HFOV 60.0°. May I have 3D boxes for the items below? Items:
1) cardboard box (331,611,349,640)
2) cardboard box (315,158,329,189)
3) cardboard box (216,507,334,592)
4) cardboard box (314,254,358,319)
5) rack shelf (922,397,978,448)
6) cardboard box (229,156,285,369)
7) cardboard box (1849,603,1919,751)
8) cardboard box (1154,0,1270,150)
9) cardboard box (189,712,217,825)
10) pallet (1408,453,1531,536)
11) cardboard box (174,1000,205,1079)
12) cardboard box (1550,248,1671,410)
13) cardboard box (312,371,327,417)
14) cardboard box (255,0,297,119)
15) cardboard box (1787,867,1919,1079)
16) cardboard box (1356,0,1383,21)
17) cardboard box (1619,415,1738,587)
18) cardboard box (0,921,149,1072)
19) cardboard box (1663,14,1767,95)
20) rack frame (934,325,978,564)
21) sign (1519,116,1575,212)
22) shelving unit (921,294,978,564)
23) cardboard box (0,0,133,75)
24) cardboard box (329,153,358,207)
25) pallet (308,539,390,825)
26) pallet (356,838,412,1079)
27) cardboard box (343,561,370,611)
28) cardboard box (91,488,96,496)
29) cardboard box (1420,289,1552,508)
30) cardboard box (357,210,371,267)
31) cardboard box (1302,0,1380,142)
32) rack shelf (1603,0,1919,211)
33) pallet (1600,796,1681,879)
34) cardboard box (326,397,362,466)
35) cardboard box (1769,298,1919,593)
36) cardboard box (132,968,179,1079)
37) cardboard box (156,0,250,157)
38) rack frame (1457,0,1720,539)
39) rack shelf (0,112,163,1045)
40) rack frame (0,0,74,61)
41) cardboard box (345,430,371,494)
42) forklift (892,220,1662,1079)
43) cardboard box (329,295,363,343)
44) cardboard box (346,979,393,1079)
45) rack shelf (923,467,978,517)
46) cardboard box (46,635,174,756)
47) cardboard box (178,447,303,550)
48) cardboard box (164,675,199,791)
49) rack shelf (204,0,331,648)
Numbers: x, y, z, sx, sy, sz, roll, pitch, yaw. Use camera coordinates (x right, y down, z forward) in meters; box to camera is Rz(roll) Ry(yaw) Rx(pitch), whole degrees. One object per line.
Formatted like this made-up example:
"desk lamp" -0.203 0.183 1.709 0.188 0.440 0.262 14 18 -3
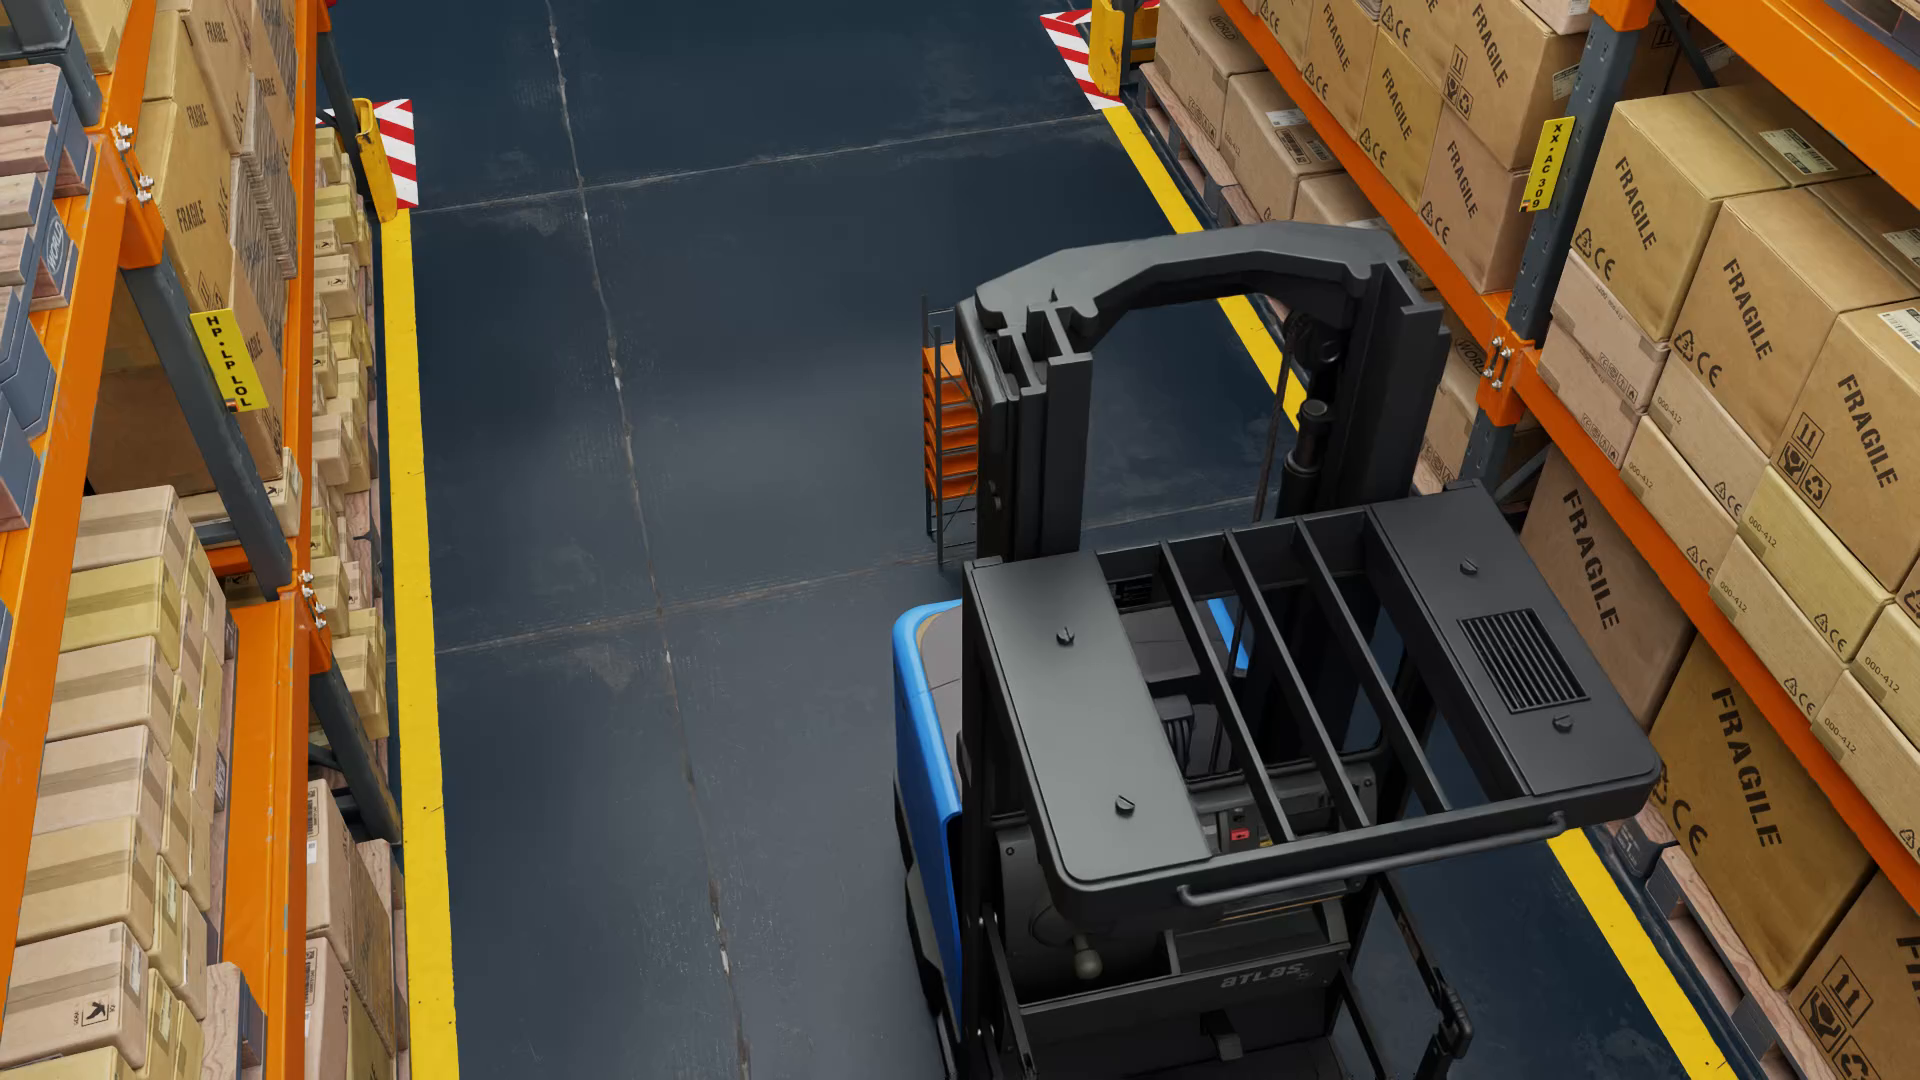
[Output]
"cardboard box" -2.352 0.330 5.820 0.380 0.149 0.250 -10 46 -10
"cardboard box" -3.052 -1.566 7.470 0.380 0.149 0.250 -10 46 -10
"cardboard box" -2.431 0.051 5.886 0.380 0.149 0.250 -11 47 -11
"cardboard box" -2.735 -1.044 6.959 0.380 0.149 0.250 -9 46 -9
"rack shelf" 0.004 -0.463 6.258 0.258 0.103 0.180 -11 47 -10
"cardboard box" -2.434 -0.817 5.172 0.500 0.500 0.500 -11 47 -10
"cardboard box" 2.578 0.365 4.047 0.500 0.250 0.500 -12 47 -12
"cardboard box" 1.584 -2.499 8.599 0.875 0.438 0.875 -12 47 -12
"cardboard box" -1.995 0.581 3.962 0.380 0.149 0.250 -11 47 -10
"pallet" 2.223 -0.488 7.080 1.003 0.211 1.213 -11 47 -10
"cardboard box" -1.788 1.128 3.426 0.380 0.149 0.250 -9 46 -9
"cardboard box" 2.182 -0.692 5.083 0.500 0.250 0.500 -12 47 -11
"cardboard box" -2.655 -0.489 6.414 0.380 0.149 0.250 -12 47 -12
"cardboard box" -2.812 -1.882 6.216 0.500 0.500 0.500 -11 47 -10
"cardboard box" 3.045 1.325 4.545 0.875 0.875 0.875 -10 46 -10
"cardboard box" 1.693 -2.286 6.120 0.500 0.500 0.500 -10 46 -10
"cardboard box" 2.333 -0.163 4.915 0.500 0.250 0.500 -12 47 -11
"cardboard box" -1.793 0.924 3.209 0.380 0.149 0.250 -13 47 -12
"cardboard box" 2.454 -1.683 5.529 0.500 0.500 0.500 -10 46 -10
"rack frame" 0.027 -0.347 6.250 0.240 1.200 0.006 -11 47 -10
"sign" 1.806 -1.153 5.118 0.100 0.325 0.005 -11 47 -10
"shelving unit" 0.004 -0.410 6.312 0.258 1.200 0.189 -11 47 -10
"cardboard box" -2.281 -1.315 3.943 0.500 0.250 0.500 -9 46 -8
"cardboard box" -3.030 -1.652 7.763 0.380 0.149 0.250 -12 47 -11
"pallet" -2.623 0.569 6.044 1.003 0.211 1.213 -11 47 -10
"pallet" -2.217 1.564 5.070 1.003 0.211 1.213 -11 47 -10
"cardboard box" -2.382 0.245 6.112 0.380 0.149 0.250 -11 47 -11
"cardboard box" -2.717 -0.016 4.841 0.380 0.149 0.250 -11 47 -11
"cardboard box" 2.285 -0.628 6.765 0.875 0.438 0.875 -11 47 -11
"cardboard box" -2.941 -1.376 7.700 0.380 0.149 0.250 -9 46 -9
"cardboard box" 1.696 -1.932 6.473 0.500 0.500 0.500 -11 47 -11
"rack shelf" 2.854 -0.342 3.388 1.077 0.370 4.000 -11 47 -10
"pallet" 2.612 0.570 6.043 1.003 0.211 1.213 -11 47 -10
"cardboard box" -2.567 -0.399 6.534 0.380 0.149 0.250 -11 47 -11
"cardboard box" 2.460 -0.260 4.135 0.500 0.500 0.500 -12 47 -11
"cardboard box" -1.783 1.035 3.309 0.380 0.149 0.250 -11 47 -10
"cardboard box" -2.544 -1.503 5.145 0.500 0.500 0.500 -10 46 -10
"rack frame" 2.342 -0.925 5.556 1.000 3.000 0.127 -11 47 -10
"rack shelf" -1.905 0.633 2.433 1.077 0.370 4.000 -11 47 -10
"rack frame" -2.417 -2.049 2.458 1.000 3.000 0.127 -11 47 -10
"cardboard box" -2.571 -0.297 6.643 0.380 0.149 0.250 -12 47 -11
"forklift" 0.599 0.889 3.827 1.130 2.935 3.031 -9 46 -9
"cardboard box" -2.750 -0.939 7.064 0.380 0.149 0.250 -10 46 -10
"cardboard box" -1.853 1.597 4.540 0.500 0.500 0.500 -12 47 -11
"rack shelf" 0.004 -0.211 6.515 0.258 0.103 0.180 -11 47 -10
"cardboard box" -1.992 0.389 3.734 0.380 0.149 0.250 -12 47 -12
"cardboard box" -2.173 -0.117 4.940 0.380 0.149 0.250 -9 46 -9
"cardboard box" -1.995 0.479 3.854 0.380 0.149 0.250 -9 46 -9
"rack shelf" -2.929 -1.079 6.211 1.077 0.370 4.000 -11 47 -10
